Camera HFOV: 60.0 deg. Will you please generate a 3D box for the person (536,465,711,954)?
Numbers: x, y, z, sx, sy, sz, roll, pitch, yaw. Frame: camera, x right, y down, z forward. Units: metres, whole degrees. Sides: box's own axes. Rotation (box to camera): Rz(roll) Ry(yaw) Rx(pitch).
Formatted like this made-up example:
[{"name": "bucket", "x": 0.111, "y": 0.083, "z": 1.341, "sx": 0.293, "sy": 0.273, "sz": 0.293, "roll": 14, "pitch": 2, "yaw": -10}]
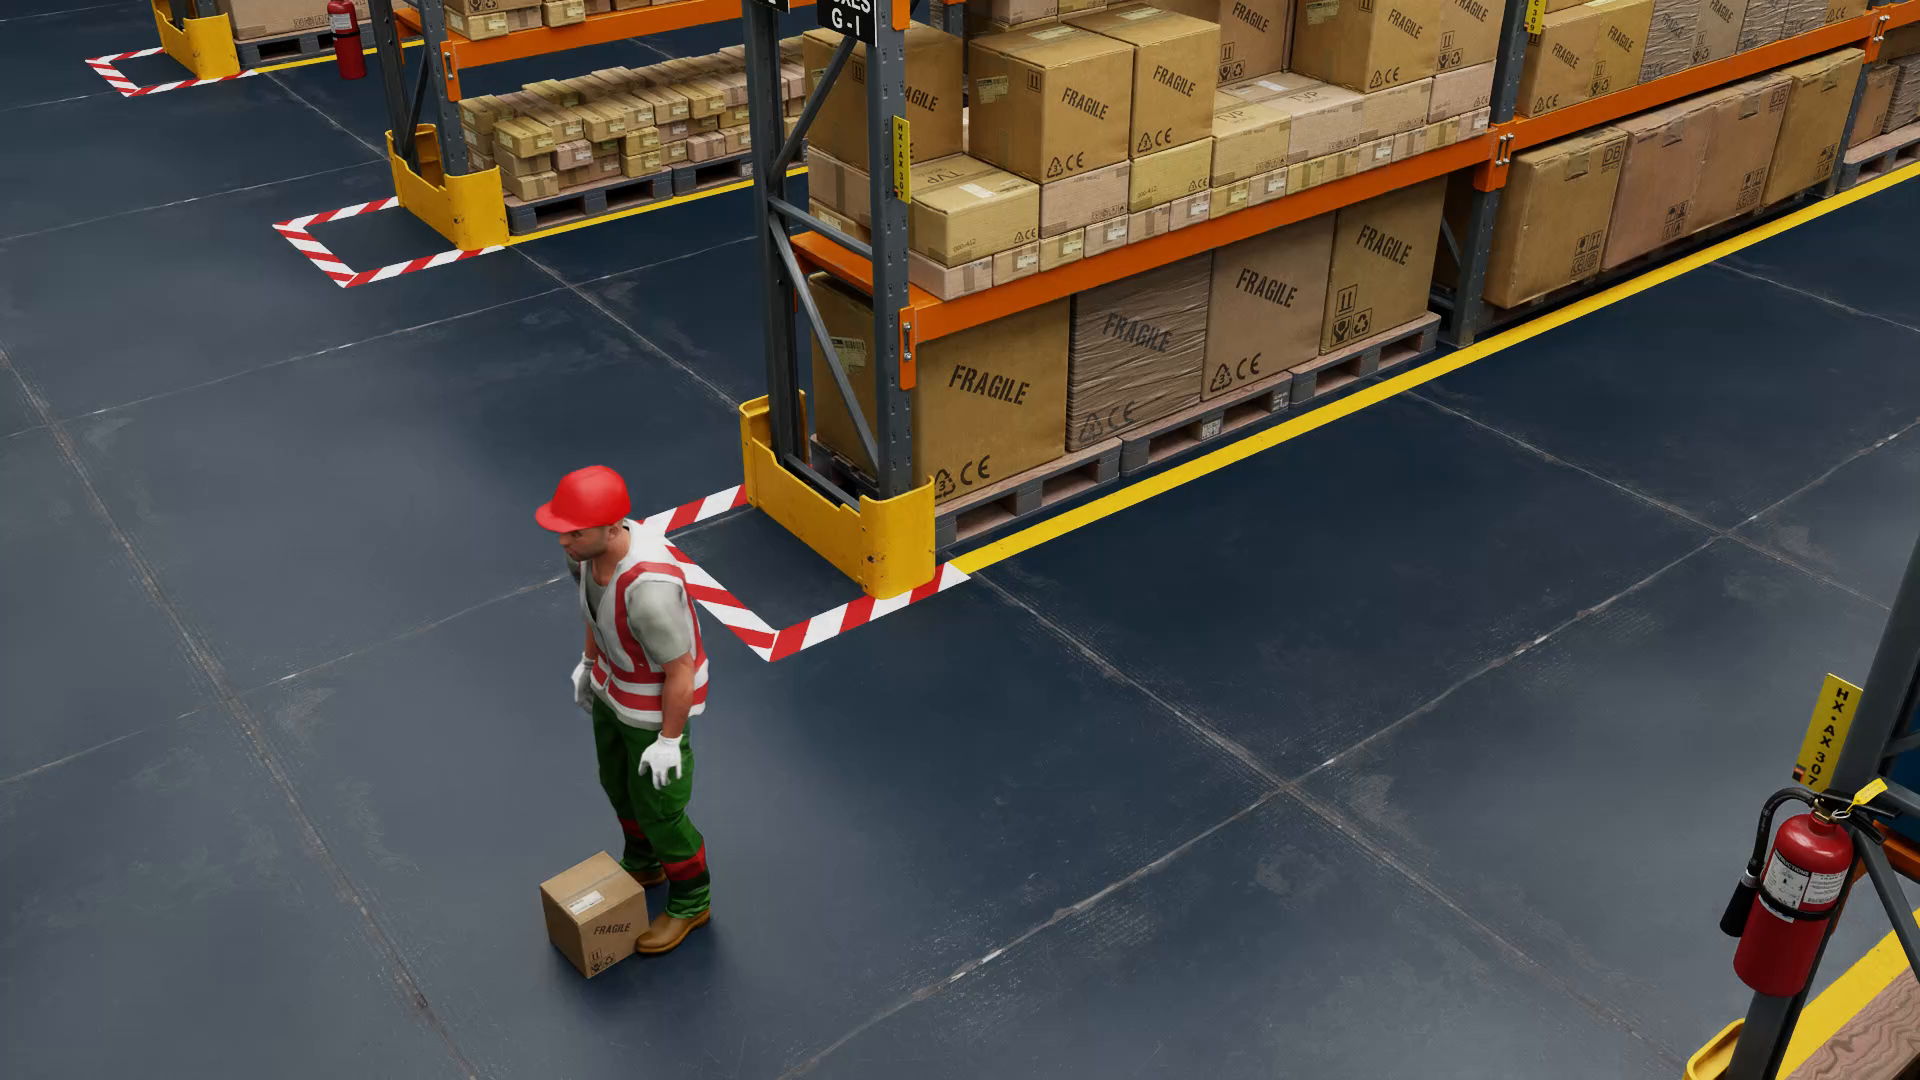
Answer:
[{"name": "person", "x": -1.037, "y": 0.527, "z": 5.274, "sx": 0.448, "sy": 1.780, "sz": 0.609, "roll": -22, "pitch": 38, "yaw": -31}]
